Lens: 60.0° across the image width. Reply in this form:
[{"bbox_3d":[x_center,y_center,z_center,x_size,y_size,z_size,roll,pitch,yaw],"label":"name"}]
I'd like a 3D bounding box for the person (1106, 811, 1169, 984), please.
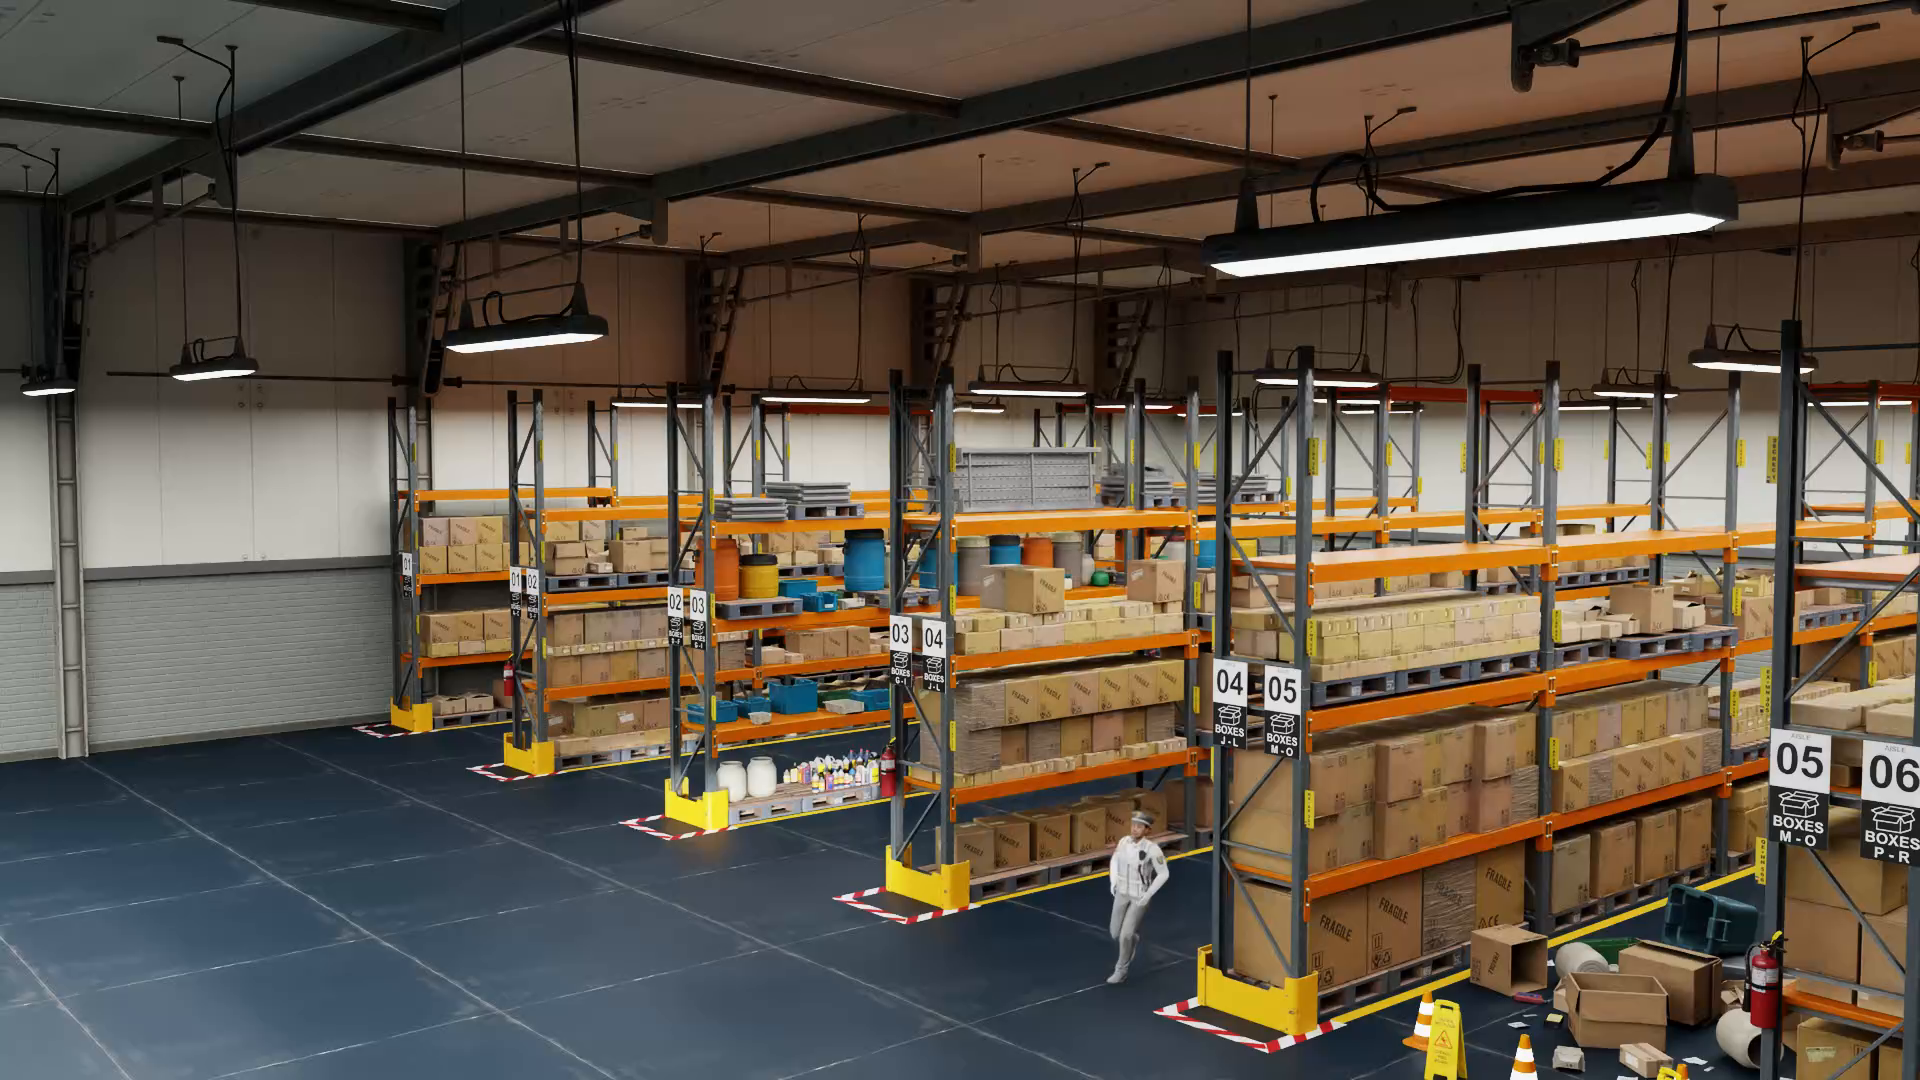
[{"bbox_3d":[1.715,3.419,16.017,0.641,1.686,0.613,2,4,33],"label":"person"}]
